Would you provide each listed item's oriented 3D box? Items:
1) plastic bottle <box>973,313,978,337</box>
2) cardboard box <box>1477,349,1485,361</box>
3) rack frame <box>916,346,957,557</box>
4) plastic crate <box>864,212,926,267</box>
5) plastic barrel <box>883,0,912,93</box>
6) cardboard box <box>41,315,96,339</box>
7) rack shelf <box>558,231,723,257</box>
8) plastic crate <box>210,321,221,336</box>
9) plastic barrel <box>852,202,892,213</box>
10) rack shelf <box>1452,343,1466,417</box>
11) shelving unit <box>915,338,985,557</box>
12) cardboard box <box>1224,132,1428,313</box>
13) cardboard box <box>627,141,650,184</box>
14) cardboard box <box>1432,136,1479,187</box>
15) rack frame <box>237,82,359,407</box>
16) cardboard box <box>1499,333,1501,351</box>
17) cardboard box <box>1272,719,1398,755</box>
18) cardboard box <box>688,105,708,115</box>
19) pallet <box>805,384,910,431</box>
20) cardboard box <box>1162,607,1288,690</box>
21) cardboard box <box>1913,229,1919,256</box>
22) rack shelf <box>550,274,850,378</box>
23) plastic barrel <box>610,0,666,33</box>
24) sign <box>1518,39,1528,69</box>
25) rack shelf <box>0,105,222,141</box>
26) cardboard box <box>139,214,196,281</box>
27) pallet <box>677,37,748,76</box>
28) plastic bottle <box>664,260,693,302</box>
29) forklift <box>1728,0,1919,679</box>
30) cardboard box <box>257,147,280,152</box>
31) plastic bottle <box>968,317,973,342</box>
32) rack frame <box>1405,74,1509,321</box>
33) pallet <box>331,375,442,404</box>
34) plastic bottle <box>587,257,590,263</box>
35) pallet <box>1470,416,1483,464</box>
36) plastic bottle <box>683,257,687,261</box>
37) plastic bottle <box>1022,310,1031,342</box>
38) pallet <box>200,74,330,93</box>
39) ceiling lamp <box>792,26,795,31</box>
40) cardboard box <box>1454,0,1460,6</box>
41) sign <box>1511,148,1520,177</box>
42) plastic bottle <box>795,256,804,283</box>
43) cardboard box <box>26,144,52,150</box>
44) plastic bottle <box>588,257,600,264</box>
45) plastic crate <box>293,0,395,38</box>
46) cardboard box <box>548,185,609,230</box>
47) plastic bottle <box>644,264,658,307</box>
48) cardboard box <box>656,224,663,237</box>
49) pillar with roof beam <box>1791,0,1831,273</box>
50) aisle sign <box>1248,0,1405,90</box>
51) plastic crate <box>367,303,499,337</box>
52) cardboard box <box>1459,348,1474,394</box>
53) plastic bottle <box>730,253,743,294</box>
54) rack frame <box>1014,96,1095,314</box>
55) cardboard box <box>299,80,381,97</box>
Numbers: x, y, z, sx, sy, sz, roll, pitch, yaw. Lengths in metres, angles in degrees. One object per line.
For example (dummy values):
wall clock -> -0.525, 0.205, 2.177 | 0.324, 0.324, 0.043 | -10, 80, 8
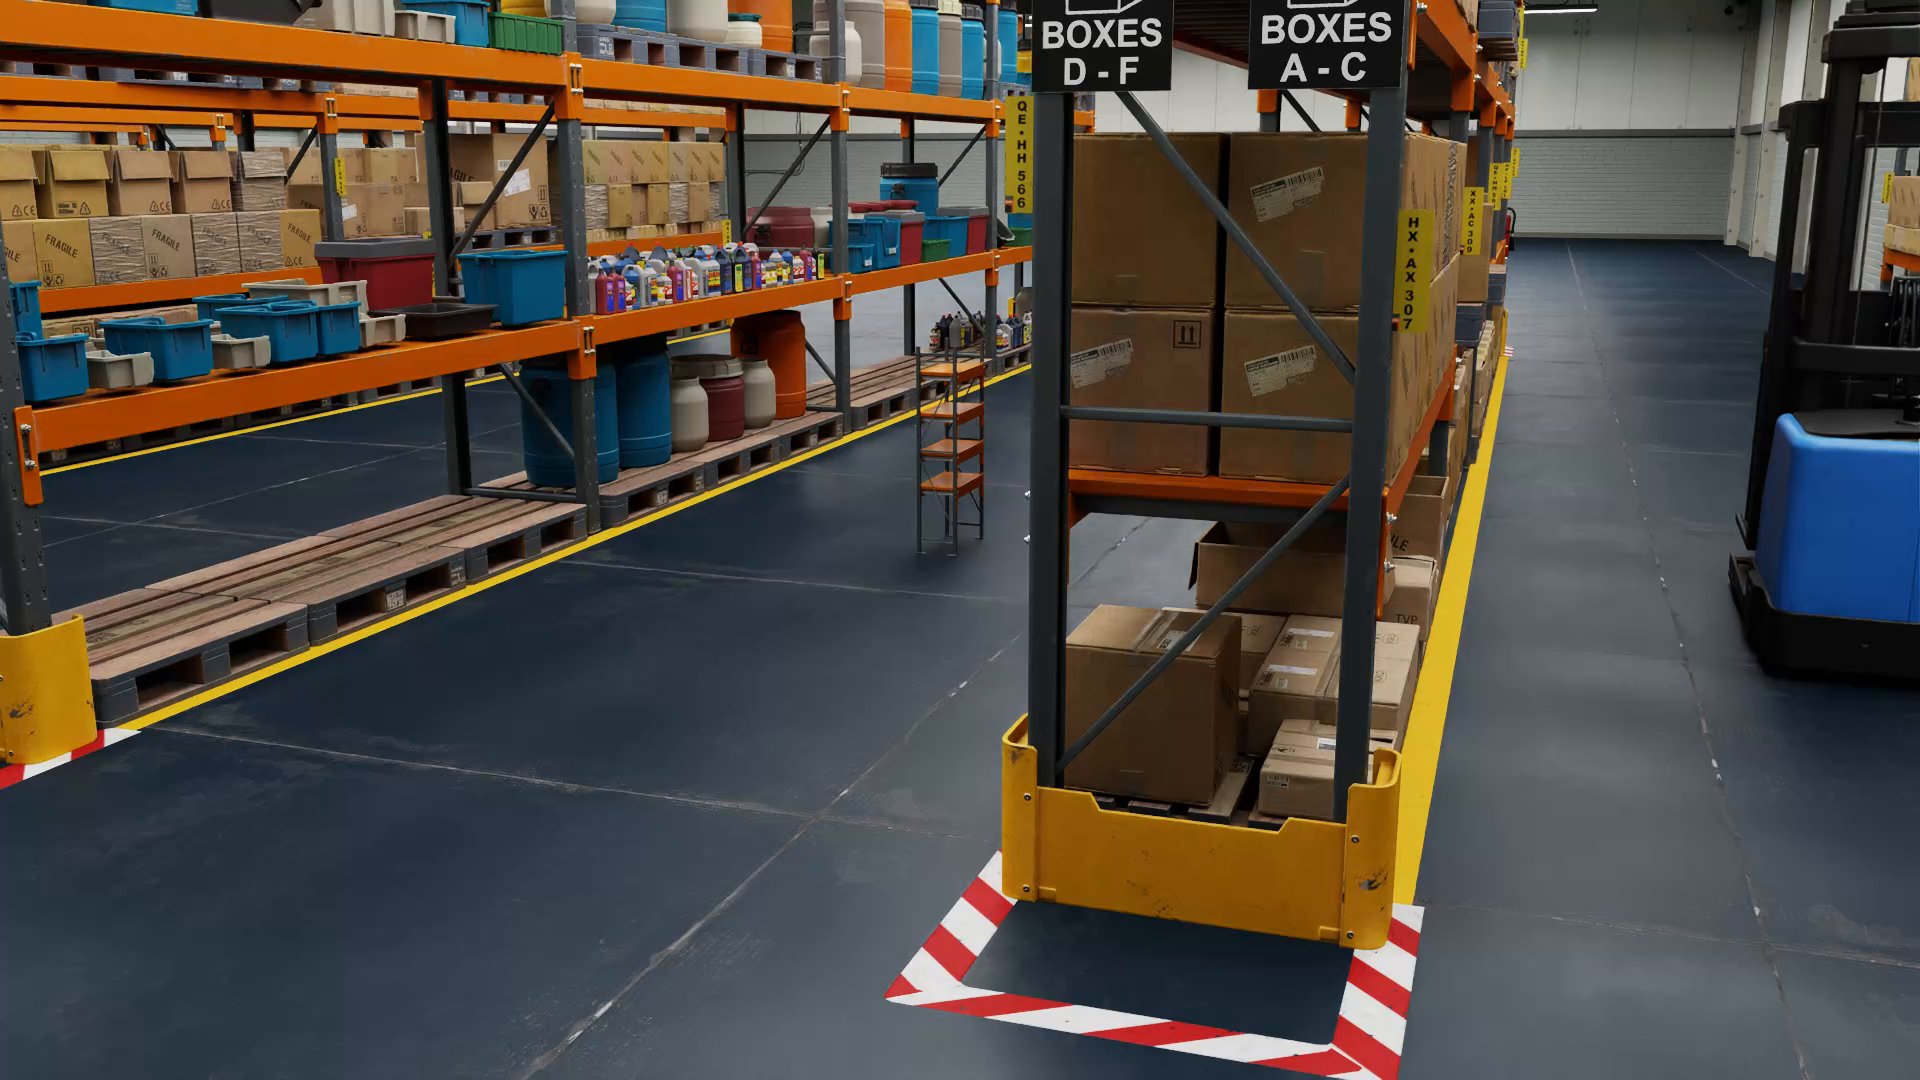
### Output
plastic bottle -> 0.163, -2.495, 19.319 | 0.097, 0.271, 0.097 | 0, 13, 0
cardboard box -> 3.894, -1.359, 13.176 | 0.500, 0.311, 0.500 | 4, 13, 17
rack frame -> -0.133, -0.499, 9.477 | 0.240, 1.200, 0.015 | 4, 14, 18
plastic crate -> -0.589, -2.728, 15.054 | 0.402, 0.464, 0.583 | 4, 14, 18
plastic barrel -> -0.718, -4.345, 14.578 | 0.600, 0.830, 0.708 | 4, 14, 18
cardboard box -> -7.194, -1.198, 12.326 | 1.225, 0.875, 0.875 | 4, 14, 19
rack shelf -> -4.146, -3.647, 20.844 | 1.077, 0.370, 4.000 | 4, 14, 18
plastic crate -> -3.644, -0.963, 7.926 | 0.298, 0.136, 0.250 | 4, 14, 18
plastic barrel -> -0.861, -2.947, 15.852 | 0.433, 0.535, 0.433 | 0, 13, 0
rack shelf -> 2.638, -1.249, 10.336 | 1.077, 0.370, 4.000 | 4, 14, 18
shelving unit -> -0.054, -0.550, 9.702 | 0.258, 1.200, 0.503 | 4, 14, 18
cardboard box -> 1.089, -0.947, 4.925 | 0.500, 0.500, 0.500 | 5, 14, 20
cardboard box -> -4.085, -4.545, 20.022 | 0.500, 0.500, 0.500 | 4, 14, 18
cardboard box -> 4.716, -3.638, 16.047 | 0.700, 0.500, 0.500 | 4, 14, 19
rack frame -> -6.088, -2.735, 15.229 | 1.000, 3.000, 0.127 | 4, 14, 18
cardboard box -> 5.505, -2.119, 17.765 | 0.500, 0.250, 0.500 | 4, 14, 18
cardboard box -> 1.238, 0.714, 5.496 | 0.380, 0.166, 0.250 | 4, 14, 18
cardboard box -> -3.574, -5.583, 21.306 | 0.500, 0.250, 0.500 | 4, 14, 19
pallet -> -1.114, -1.179, 14.680 | 1.003, 0.211, 1.213 | 4, 14, 18
cardboard box -> 0.975, 0.459, 6.424 | 0.500, 0.250, 0.500 | 4, 14, 18
cardboard box -> 9.613, -2.883, 16.169 | 0.500, 0.250, 0.500 | 4, 14, 19
rack shelf -> -2.048, -1.606, 11.902 | 1.077, 0.370, 4.000 | 4, 14, 18
plastic barrel -> -2.288, -3.818, 11.163 | 0.600, 0.901, 0.708 | 4, 14, 18
sign -> 6.382, -5.519, 18.874 | 0.100, 0.325, 0.005 | 4, 14, 18
rack shelf -> -10.101, -4.646, 18.478 | 1.077, 0.370, 4.000 | 4, 14, 18
cardboard box -> -6.510, -2.341, 13.278 | 0.500, 0.500, 0.500 | 5, 14, 19
pallet -> -2.170, -3.318, 11.465 | 1.003, 0.211, 1.213 | 4, 14, 18
plastic bottle -> -1.885, -1.741, 11.152 | 0.152, 0.276, 0.135 | 4, 14, 18
forklift -> 4.555, -1.088, 8.167 | 1.130, 2.935, 3.031 | 5, 14, 20
cardboard box -> -9.234, -4.754, 21.314 | 0.875, 0.550, 0.550 | 4, 14, 18
plastic bottle -> 0.101, -2.374, 18.762 | 0.061, 0.283, 0.133 | 4, 14, 18
rack frame -> 4.579, -2.863, 15.791 | 1.000, 3.000, 0.127 | 4, 14, 18
pallet -> -5.833, -1.540, 16.260 | 1.003, 0.211, 1.213 | 4, 14, 18
plastic bottle -> -2.511, -1.758, 11.059 | 0.144, 0.351, 0.185 | 4, 14, 18
pallet -> 3.588, -0.832, 13.159 | 1.003, 0.211, 1.213 | 4, 14, 18
plastic bottle -> -2.103, -2.066, 12.744 | 0.097, 0.201, 0.097 | 0, 13, 0
plastic bottle -> 0.746, -2.413, 18.783 | 0.144, 0.351, 0.185 | 4, 14, 18
pallet -> -6.246, -3.966, 14.306 | 1.213, 0.211, 1.003 | 5, 14, 21
ceiling lamp -> -5.702, -16.339, 48.234 | 2.000, 3.185, 0.800 | 4, 14, 18
cardboard box -> 1.593, -2.131, 6.180 | 0.500, 0.250, 0.500 | 4, 14, 18
sign -> 6.382, -4.343, 19.142 | 0.100, 0.325, 0.005 | 4, 14, 18
plastic bottle -> -1.258, -2.094, 12.868 | 0.097, 0.201, 0.097 | 0, 13, 0
cardboard box -> -13.366, -5.375, 23.656 | 0.700, 0.500, 0.500 | 4, 14, 18
plastic bottle -> -2.549, -1.793, 11.383 | 0.152, 0.276, 0.135 | 4, 14, 18
plastic crate -> -2.980, -2.543, 7.914 | 0.437, 0.282, 0.530 | 4, 14, 18
cardboard box -> -4.589, -3.861, 19.271 | 0.875, 0.500, 0.500 | 4, 14, 18
plastic bottle -> -2.003, -1.643, 10.734 | 0.097, 0.271, 0.097 | 0, 13, 0
cardboard box -> -3.929, -3.851, 20.684 | 0.380, 0.149, 0.250 | 4, 14, 18
pillar with roof beam -> 12.904, -10.164, 34.298 | 9.100, 9.000, 0.400 | 4, 14, 18
aisle sign -> 0.952, -1.568, 4.276 | 0.394, 0.787, 0.004 | 4, 14, 18
plastic crate -> -2.803, -1.176, 8.884 | 0.437, 0.125, 0.590 | 4, 14, 18
cardboard box -> 3.190, -1.156, 11.257 | 0.500, 0.250, 0.500 | 5, 14, 21
plastic bottle -> -1.601, -1.898, 11.824 | 0.061, 0.283, 0.133 | 4, 14, 18
rack frame -> 1.187, -4.063, 21.047 | 1.000, 3.000, 0.127 | 4, 14, 18
cardboard box -> -5.695, -4.205, 15.266 | 0.500, 0.250, 0.500 | 5, 14, 19
